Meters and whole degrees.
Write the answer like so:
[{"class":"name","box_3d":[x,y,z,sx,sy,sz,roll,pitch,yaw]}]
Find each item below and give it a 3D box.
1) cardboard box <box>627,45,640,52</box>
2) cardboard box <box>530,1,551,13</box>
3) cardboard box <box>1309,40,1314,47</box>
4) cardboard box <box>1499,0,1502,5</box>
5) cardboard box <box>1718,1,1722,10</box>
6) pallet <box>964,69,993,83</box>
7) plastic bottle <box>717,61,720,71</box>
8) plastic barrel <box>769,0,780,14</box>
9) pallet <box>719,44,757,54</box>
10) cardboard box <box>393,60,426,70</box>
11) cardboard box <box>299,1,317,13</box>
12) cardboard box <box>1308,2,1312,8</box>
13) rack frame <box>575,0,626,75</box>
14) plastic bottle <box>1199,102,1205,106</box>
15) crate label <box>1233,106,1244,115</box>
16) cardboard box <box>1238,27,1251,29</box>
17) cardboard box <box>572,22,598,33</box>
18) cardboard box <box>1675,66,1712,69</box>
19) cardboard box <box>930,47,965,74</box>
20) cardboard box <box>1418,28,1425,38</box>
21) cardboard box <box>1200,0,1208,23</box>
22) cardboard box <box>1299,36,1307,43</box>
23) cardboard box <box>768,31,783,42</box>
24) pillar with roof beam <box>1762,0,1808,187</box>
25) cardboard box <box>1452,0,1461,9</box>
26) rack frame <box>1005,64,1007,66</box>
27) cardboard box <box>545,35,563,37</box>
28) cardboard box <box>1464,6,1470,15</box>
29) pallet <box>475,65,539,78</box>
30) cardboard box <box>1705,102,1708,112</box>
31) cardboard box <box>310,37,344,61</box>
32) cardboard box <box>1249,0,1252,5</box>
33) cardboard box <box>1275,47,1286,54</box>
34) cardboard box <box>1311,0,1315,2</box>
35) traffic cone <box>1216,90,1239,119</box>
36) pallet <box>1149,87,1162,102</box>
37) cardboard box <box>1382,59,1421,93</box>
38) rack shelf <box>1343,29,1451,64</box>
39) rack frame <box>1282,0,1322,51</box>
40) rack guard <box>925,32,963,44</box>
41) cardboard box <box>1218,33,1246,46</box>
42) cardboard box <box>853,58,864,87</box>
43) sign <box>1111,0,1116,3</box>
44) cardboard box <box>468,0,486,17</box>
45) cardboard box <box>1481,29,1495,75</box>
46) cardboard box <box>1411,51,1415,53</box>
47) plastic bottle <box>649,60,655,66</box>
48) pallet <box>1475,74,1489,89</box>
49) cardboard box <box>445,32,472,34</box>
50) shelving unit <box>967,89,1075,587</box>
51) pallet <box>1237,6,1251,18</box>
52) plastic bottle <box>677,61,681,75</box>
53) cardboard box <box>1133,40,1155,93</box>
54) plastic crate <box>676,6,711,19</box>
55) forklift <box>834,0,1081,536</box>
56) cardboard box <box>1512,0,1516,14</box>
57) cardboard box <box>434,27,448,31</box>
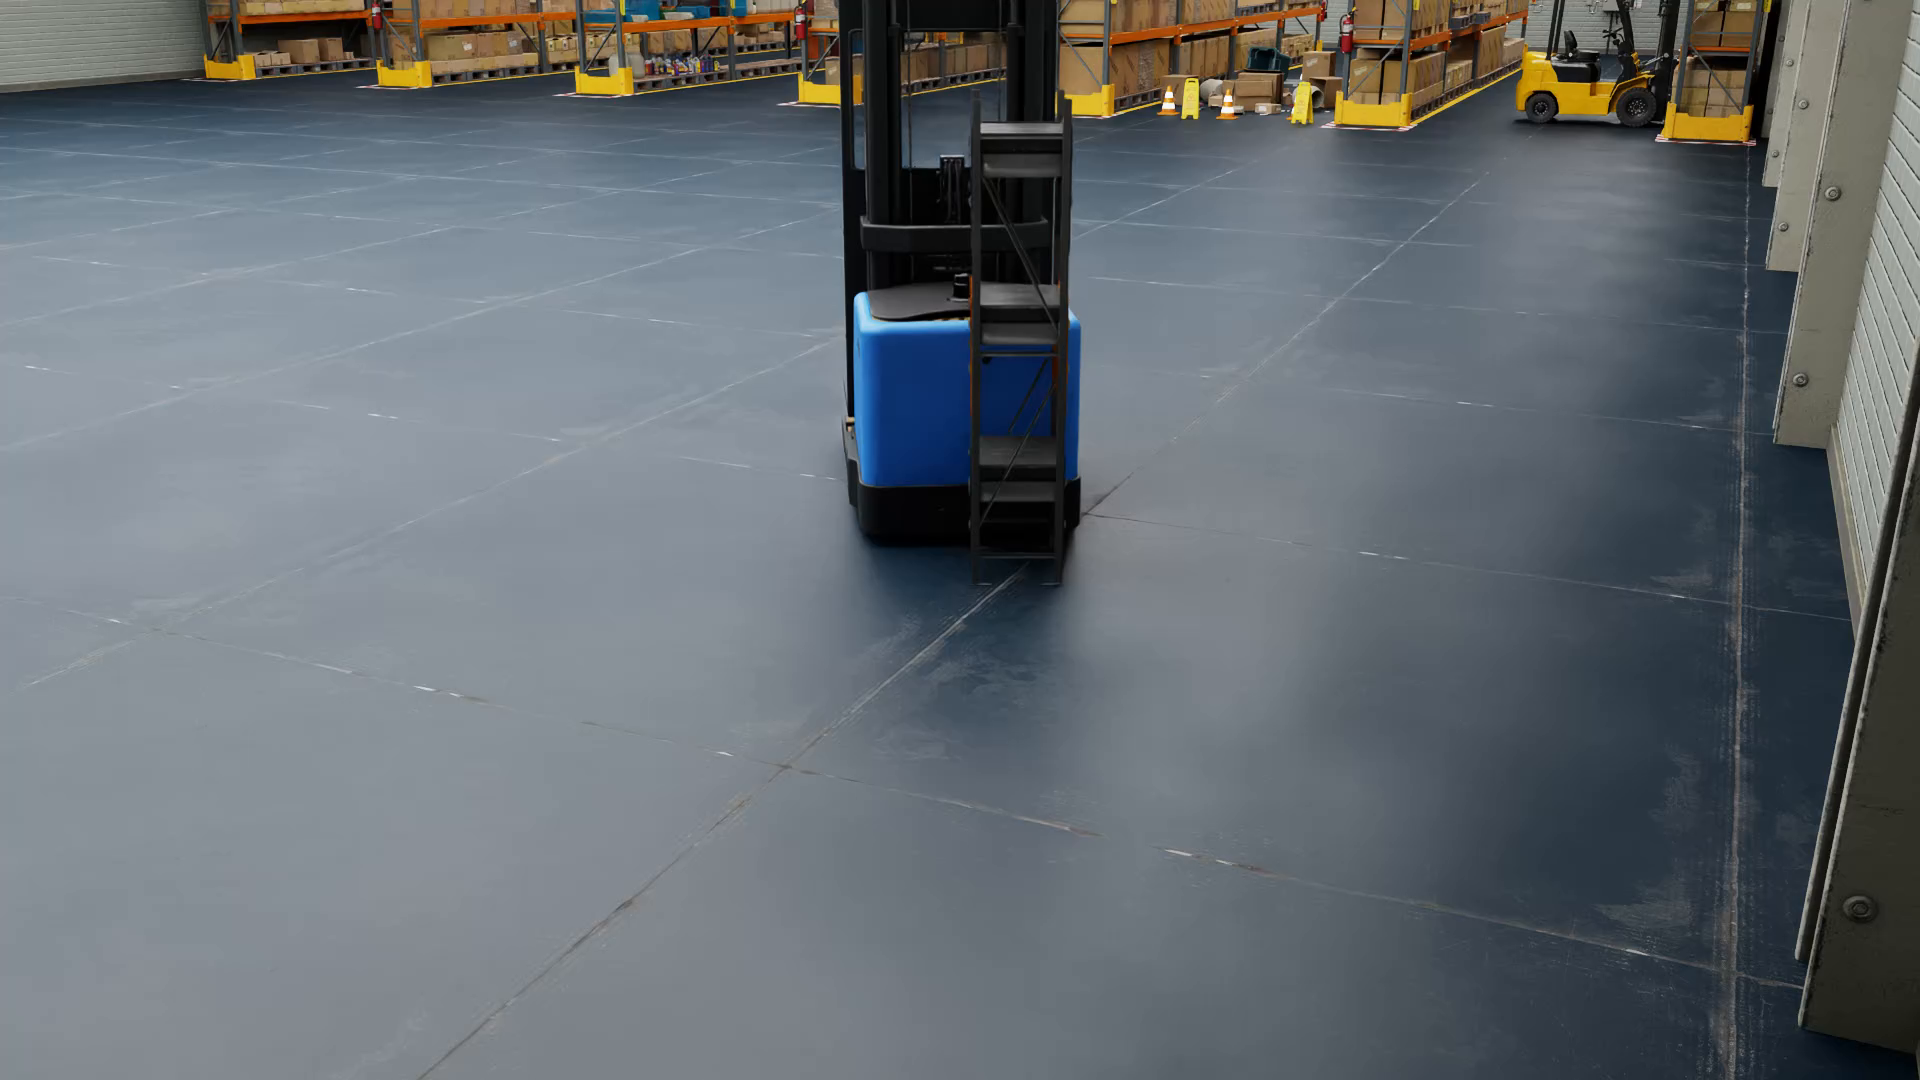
[{"class":"cardboard box","box_3d":[-8.178,-11.973,40.637,0.500,0.250,0.500,9,22,24]},{"class":"cardboard box","box_3d":[-9.661,-12.128,37.820,0.500,0.250,0.500,10,22,26]},{"class":"cardboard box","box_3d":[8.655,-12.433,41.637,0.380,0.149,0.250,8,21,21]},{"class":"cardboard box","box_3d":[11.167,-11.452,35.171,0.500,0.250,0.500,9,22,24]},{"class":"cardboard box","box_3d":[11.272,-8.070,25.067,0.380,0.149,0.250,9,21,24]},{"class":"pallet","box_3d":[0.029,-9.981,35.719,1.003,0.211,1.213,9,21,23]},{"class":"plastic bottle","box_3d":[-5.170,-10.097,35.403,0.097,0.201,0.097,0,20,0]},{"class":"plastic barrel","box_3d":[-4.236,-12.045,37.158,0.433,0.535,0.433,0,20,0]},{"class":"pallet","box_3d":[-6.265,-13.384,45.288,1.003,0.211,1.213,9,21,23]},{"class":"cardboard box","box_3d":[-11.511,-9.927,34.881,0.500,0.250,0.500,9,21,23]},{"class":"cardboard box","box_3d":[-14.870,-12.013,37.464,0.500,0.250,0.500,9,21,23]},{"class":"cardboard box","box_3d":[8.427,-13.151,40.847,0.380,0.149,0.250,9,22,24]},{"class":"rack frame","box_3d":[-6.944,-10.139,32.002,1.000,3.000,0.127,9,21,23]},{"class":"plastic bottle","box_3d":[4.258,-7.841,29.924,0.283,0.061,0.133,1,20,4]},{"class":"crate label","box_3d":[4.729,-7.357,28.450,0.250,0.136,0.298,-2,20,-5]},{"class":"cardboard box","box_3d":[6.429,-11.600,38.095,0.500,0.250,0.500,8,21,20]},{"class":"cardboard box","box_3d":[-10.668,-14.401,47.091,0.700,0.500,0.500,9,21,23]},{"class":"cardboard box","box_3d":[11.254,-7.134,25.536,0.500,0.250,0.500,9,21,24]},{"class":"cardboard box","box_3d":[-0.303,-10.040,34.796,0.700,0.500,0.500,8,21,22]},{"class":"cardboard box","box_3d":[7.363,-8.277,27.141,0.380,0.149,0.250,9,21,24]},{"class":"cardboard box","box_3d":[4.571,-10.449,32.723,0.500,0.500,0.500,8,21,22]},{"class":"cardboard box","box_3d":[8.257,-12.252,40.682,0.380,0.149,0.250,9,22,25]},{"class":"cardboard box","box_3d":[-5.323,-14.136,46.689,0.500,0.250,0.500,9,21,23]},{"class":"pillar with roof beam","box_3d":[5.869,-9.092,20.105,9.100,9.000,0.400,9,21,23]},{"class":"cardboard box","box_3d":[8.708,-9.812,29.861,0.500,0.500,0.500,9,22,24]},{"class":"rack frame","box_3d":[0.851,-11.905,36.967,1.000,3.000,0.127,9,21,23]},{"class":"cardboard box","box_3d":[-9.505,-11.684,38.987,0.500,0.311,0.500,8,21,23]},{"class":"cardboard box","box_3d":[9.328,-9.922,31.140,0.380,0.149,0.250,9,22,25]},{"class":"pallet","box_3d":[-10.187,-10.491,37.154,1.003,0.211,1.213,9,21,23]},{"class":"cardboard box","box_3d":[11.263,-6.660,25.695,0.500,0.250,0.500,9,21,23]},{"class":"cardboard box","box_3d":[-14.732,-11.428,38.700,0.500,0.500,0.500,7,21,19]},{"class":"cardboard box","box_3d":[6.138,-11.711,36.170,0.380,0.149,0.250,9,22,24]},{"class":"cardboard box","box_3d":[7.413,-11.478,38.951,0.380,0.149,0.250,10,22,25]},{"class":"cardboard box","box_3d":[8.446,-13.497,40.851,0.500,0.500,0.500,8,21,22]},{"class":"traffic cone","box_3d":[4.463,-7.261,27.696,0.336,0.463,0.334,9,21,23]},{"class":"pallet","box_3d":[3.314,-8.435,31.372,1.003,0.211,1.213,9,21,23]},{"class":"cardboard box","box_3d":[7.208,-7.571,27.139,0.500,0.500,0.500,8,21,21]},{"class":"rack shelf","box_3d":[7.435,-8.372,28.107,1.077,0.370,4.000,9,21,23]},{"class":"rack frame","box_3d":[8.611,-13.639,41.843,1.000,3.000,0.127,9,21,23]},{"class":"rack guard","box_3d":[-0.394,-13.862,46.199,1.175,0.500,0.348,9,21,23]},{"class":"cardboard box","box_3d":[5.838,-10.745,35.689,0.500,0.250,0.500,8,21,20]},{"class":"cardboard box","box_3d":[-1.940,-8.856,31.497,0.500,0.500,0.500,15,25,37]},{"class":"sign","box_3d":[2.563,-9.115,27.713,0.100,0.325,0.005,9,21,23]},{"class":"cardboard box","box_3d":[-10.627,-11.482,35.627,0.700,0.500,0.500,9,22,24]},{"class":"cardboard box","box_3d":[10.620,-10.214,34.756,0.875,0.875,0.875,9,21,23]},{"class":"cardboard box","box_3d":[7.766,-8.435,29.567,0.500,0.500,0.500,10,22,25]},{"class":"plastic bottle","box_3d":[-6.406,-9.800,34.458,0.152,0.276,0.135,8,21,21]},{"class":"pallet","box_3d":[10.284,-9.462,34.260,1.003,0.211,1.213,9,21,23]},{"class":"cardboard box","box_3d":[-10.911,-10.741,36.051,0.500,0.500,0.500,9,21,23]},{"class":"shelving unit","box_3d":[0.251,-0.865,7.266,0.431,2.100,0.503,0,20,0]},{"class":"pallet","box_3d":[5.529,-11.336,35.653,1.213,0.211,1.003,9,21,23]},{"class":"plastic bottle","box_3d":[-5.776,-9.677,34.118,0.097,0.271,0.097,0,20,0]},{"class":"cardboard box","box_3d":[3.010,-8.709,30.524,0.875,0.875,0.875,9,21,23]},{"class":"plastic crate","box_3d":[-5.511,-10.916,34.409,0.499,0.251,0.616,9,21,23]},{"class":"forklift","box_3d":[-0.086,-1.851,8.800,1.130,2.935,3.031,-2,20,-5]},{"class":"cardboard box","box_3d":[12.171,-12.076,37.299,0.500,0.500,0.500,9,21,23]},{"class":"cardboard box","box_3d":[-13.244,-12.934,41.815,0.500,0.250,0.500,9,21,24]}]
